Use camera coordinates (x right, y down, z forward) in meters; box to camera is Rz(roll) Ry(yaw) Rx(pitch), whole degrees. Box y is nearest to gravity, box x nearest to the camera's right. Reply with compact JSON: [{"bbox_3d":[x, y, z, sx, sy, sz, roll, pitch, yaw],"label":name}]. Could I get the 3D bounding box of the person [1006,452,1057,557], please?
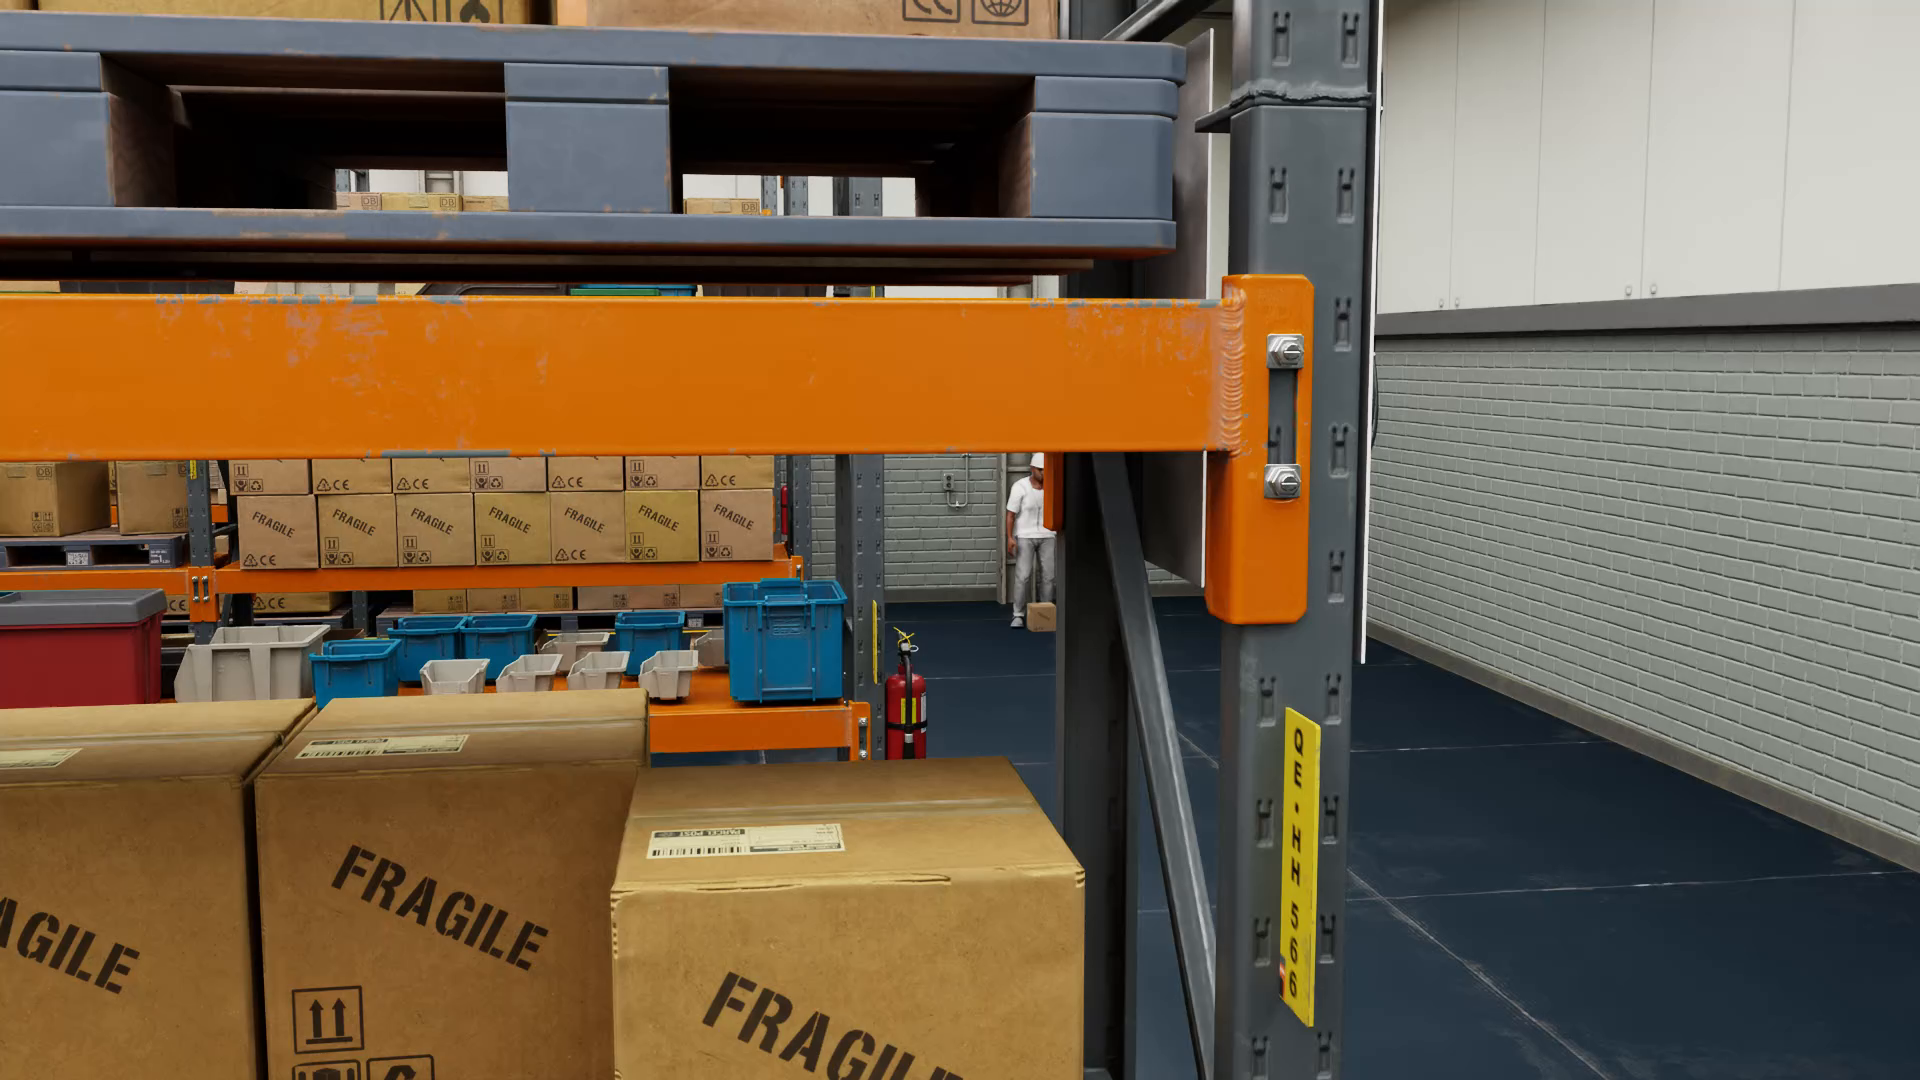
[{"bbox_3d":[0.771,-0.352,16.651,0.624,1.063,0.463,-1,7,-11],"label":"person"}]
